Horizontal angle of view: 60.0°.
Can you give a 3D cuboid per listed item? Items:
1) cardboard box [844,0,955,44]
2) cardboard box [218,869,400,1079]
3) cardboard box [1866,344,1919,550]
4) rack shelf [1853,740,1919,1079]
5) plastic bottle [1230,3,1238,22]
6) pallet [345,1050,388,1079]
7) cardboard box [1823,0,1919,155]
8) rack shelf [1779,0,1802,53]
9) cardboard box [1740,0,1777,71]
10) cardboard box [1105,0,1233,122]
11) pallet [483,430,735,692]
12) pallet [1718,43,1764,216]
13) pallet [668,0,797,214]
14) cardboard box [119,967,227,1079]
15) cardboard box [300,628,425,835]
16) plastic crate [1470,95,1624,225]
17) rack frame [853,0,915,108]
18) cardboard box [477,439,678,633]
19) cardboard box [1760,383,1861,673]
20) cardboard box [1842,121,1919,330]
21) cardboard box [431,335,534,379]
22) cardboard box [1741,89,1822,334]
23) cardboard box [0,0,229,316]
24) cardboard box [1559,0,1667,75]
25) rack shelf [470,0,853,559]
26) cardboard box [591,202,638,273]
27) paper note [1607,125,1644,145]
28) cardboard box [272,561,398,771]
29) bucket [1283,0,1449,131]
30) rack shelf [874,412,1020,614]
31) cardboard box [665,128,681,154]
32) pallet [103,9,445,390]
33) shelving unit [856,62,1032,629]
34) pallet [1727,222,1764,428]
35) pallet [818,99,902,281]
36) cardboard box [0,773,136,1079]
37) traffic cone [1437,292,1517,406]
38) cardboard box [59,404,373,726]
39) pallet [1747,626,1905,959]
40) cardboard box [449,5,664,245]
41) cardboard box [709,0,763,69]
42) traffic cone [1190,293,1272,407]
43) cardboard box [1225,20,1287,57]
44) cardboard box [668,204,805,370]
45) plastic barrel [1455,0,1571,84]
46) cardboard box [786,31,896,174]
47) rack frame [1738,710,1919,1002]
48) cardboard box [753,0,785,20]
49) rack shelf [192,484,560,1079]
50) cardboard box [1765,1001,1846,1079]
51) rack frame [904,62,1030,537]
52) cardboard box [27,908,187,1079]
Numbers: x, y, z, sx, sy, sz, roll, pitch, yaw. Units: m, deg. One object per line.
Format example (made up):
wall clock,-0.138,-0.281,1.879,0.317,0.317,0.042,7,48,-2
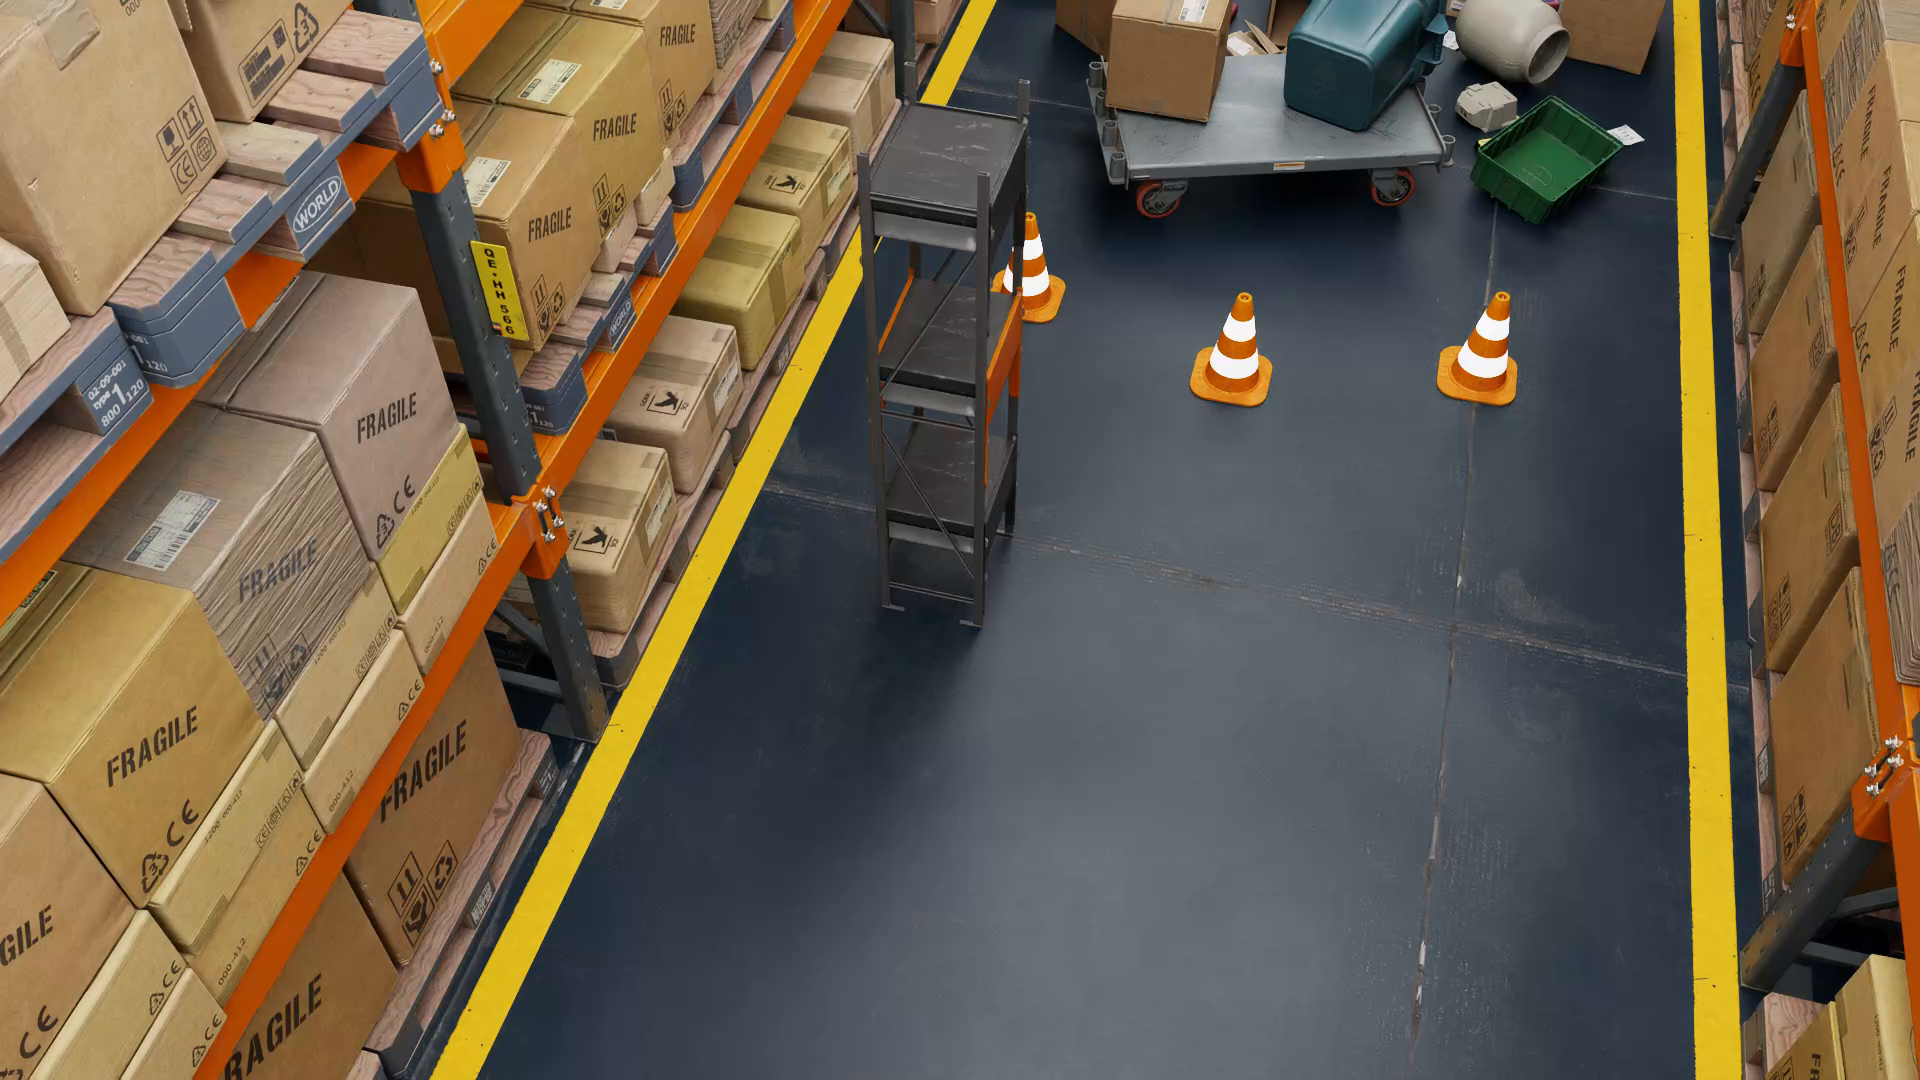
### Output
cardboard box,-0.308,-2.888,8.771,0.500,0.250,0.500,10,49,8
cardboard box,-2.277,1.299,4.659,0.875,0.875,0.875,12,50,10
cardboard box,3.018,-0.261,4.832,0.500,0.500,0.500,12,50,10
rack shelf,2.499,2.196,3.210,1.077,0.370,4.000,12,50,10
plastic bottle,1.425,-2.877,9.167,0.133,0.061,0.283,19,51,16
pallet,-2.380,1.965,4.793,1.003,0.211,1.213,12,50,10
cardboard box,3.548,-1.722,6.122,0.500,0.500,0.500,12,50,10
rack shelf,4.605,-3.591,8.317,1.077,0.370,4.000,12,50,10
cardboard box,4.545,-2.912,8.375,0.875,0.875,0.875,12,50,10
cardboard box,1.002,-2.380,7.930,0.500,0.500,0.500,12,50,10
pallet,-1.569,-0.035,6.559,1.003,0.211,1.213,12,50,10
pallet,4.354,-1.994,8.288,1.003,0.211,1.213,12,50,10
pallet,-1.295,-1.769,6.357,1.003,0.211,1.213,12,50,10
cardboard box,-2.033,1.182,3.725,0.500,0.250,0.500,11,49,9
cardboard box,-1.778,0.447,4.374,0.500,0.250,0.500,12,50,11
plastic crate,2.861,-1.855,8.142,0.662,0.188,0.450,-37,68,-28
rack frame,-0.723,-3.286,7.568,1.000,3.000,0.127,12,50,10
cardboard box,-1.618,-0.068,6.201,0.950,0.372,0.625,9,49,7
cardboard box,3.500,0.061,5.835,1.050,0.750,0.750,12,50,11
cardboard box,3.280,-0.994,5.479,0.500,0.500,0.500,12,50,11
cardboard box,-1.511,-0.647,5.126,0.380,0.149,0.250,9,49,8
cardboard box,4.002,-1.310,7.045,1.050,0.750,0.750,11,50,10
cardboard box,-1.854,-0.803,3.030,0.700,0.500,0.500,9,49,8
cardboard box,3.497,-2.881,8.876,0.500,0.500,0.500,19,51,16
rack shelf,-1.250,-1.601,6.561,1.077,0.370,4.000,12,50,10
cardboard box,-1.288,-1.033,5.468,0.380,0.149,0.250,9,49,8
paper note,3.382,-2.065,8.470,0.147,0.020,0.142,-19,51,-16
cardboard box,-1.790,0.264,4.202,0.500,0.250,0.500,10,49,9
bucket,1.890,-2.355,7.916,0.726,0.611,0.620,28,64,22
rack shelf,-0.044,-0.103,6.311,0.431,0.518,0.480,12,50,10
cardboard box,-1.208,-1.418,5.807,0.380,0.149,0.250,14,50,12
pallet,-1.895,-0.846,3.540,1.213,0.211,1.003,14,50,12
shelving unit,-0.044,-0.575,5.776,0.431,2.100,0.503,12,50,10
pallet,3.948,-0.886,7.310,1.003,0.211,1.213,12,50,10
pallet,-0.927,-1.799,8.116,1.003,0.211,1.213,12,50,10
cardboard box,-2.064,0.765,3.260,0.500,0.500,0.500,11,49,9
traffic cone,2.269,-0.870,7.128,0.336,0.463,0.334,12,50,10
cardboard box,-1.787,0.042,3.898,0.500,0.500,0.500,12,50,11
pallet,3.306,0.879,5.753,1.003,0.211,1.213,12,50,10
cardboard box,-1.304,-1.321,5.289,0.500,0.500,0.500,14,50,12
cardboard box,-1.032,-2.067,5.947,0.500,0.500,0.500,10,49,9
traffic cone,1.189,-0.866,7.124,0.336,0.463,0.334,12,50,10
cardboard box,1.562,-2.547,8.739,0.258,0.266,0.396,-19,51,-16
cardboard box,-1.226,-1.151,7.157,0.950,0.372,0.625,13,50,11
plastic barrel,2.897,-2.653,8.728,0.421,0.421,0.512,-27,54,-22
cardboard box,-0.859,-2.175,8.061,0.950,0.372,0.625,12,50,11
rack frame,3.026,0.511,4.217,1.000,3.000,0.127,12,50,10
cardboard box,-0.875,-2.180,6.479,0.380,0.149,0.250,12,50,10
rack shelf,-2.303,1.292,4.007,1.077,0.370,4.000,12,50,10
cardboard box,2.594,1.661,4.589,0.500,0.500,0.500,10,49,8
rack frame,0.021,-0.752,5.932,0.400,2.100,0.015,12,50,10
cardboard box,-2.041,1.014,3.540,0.500,0.250,0.500,10,49,9
